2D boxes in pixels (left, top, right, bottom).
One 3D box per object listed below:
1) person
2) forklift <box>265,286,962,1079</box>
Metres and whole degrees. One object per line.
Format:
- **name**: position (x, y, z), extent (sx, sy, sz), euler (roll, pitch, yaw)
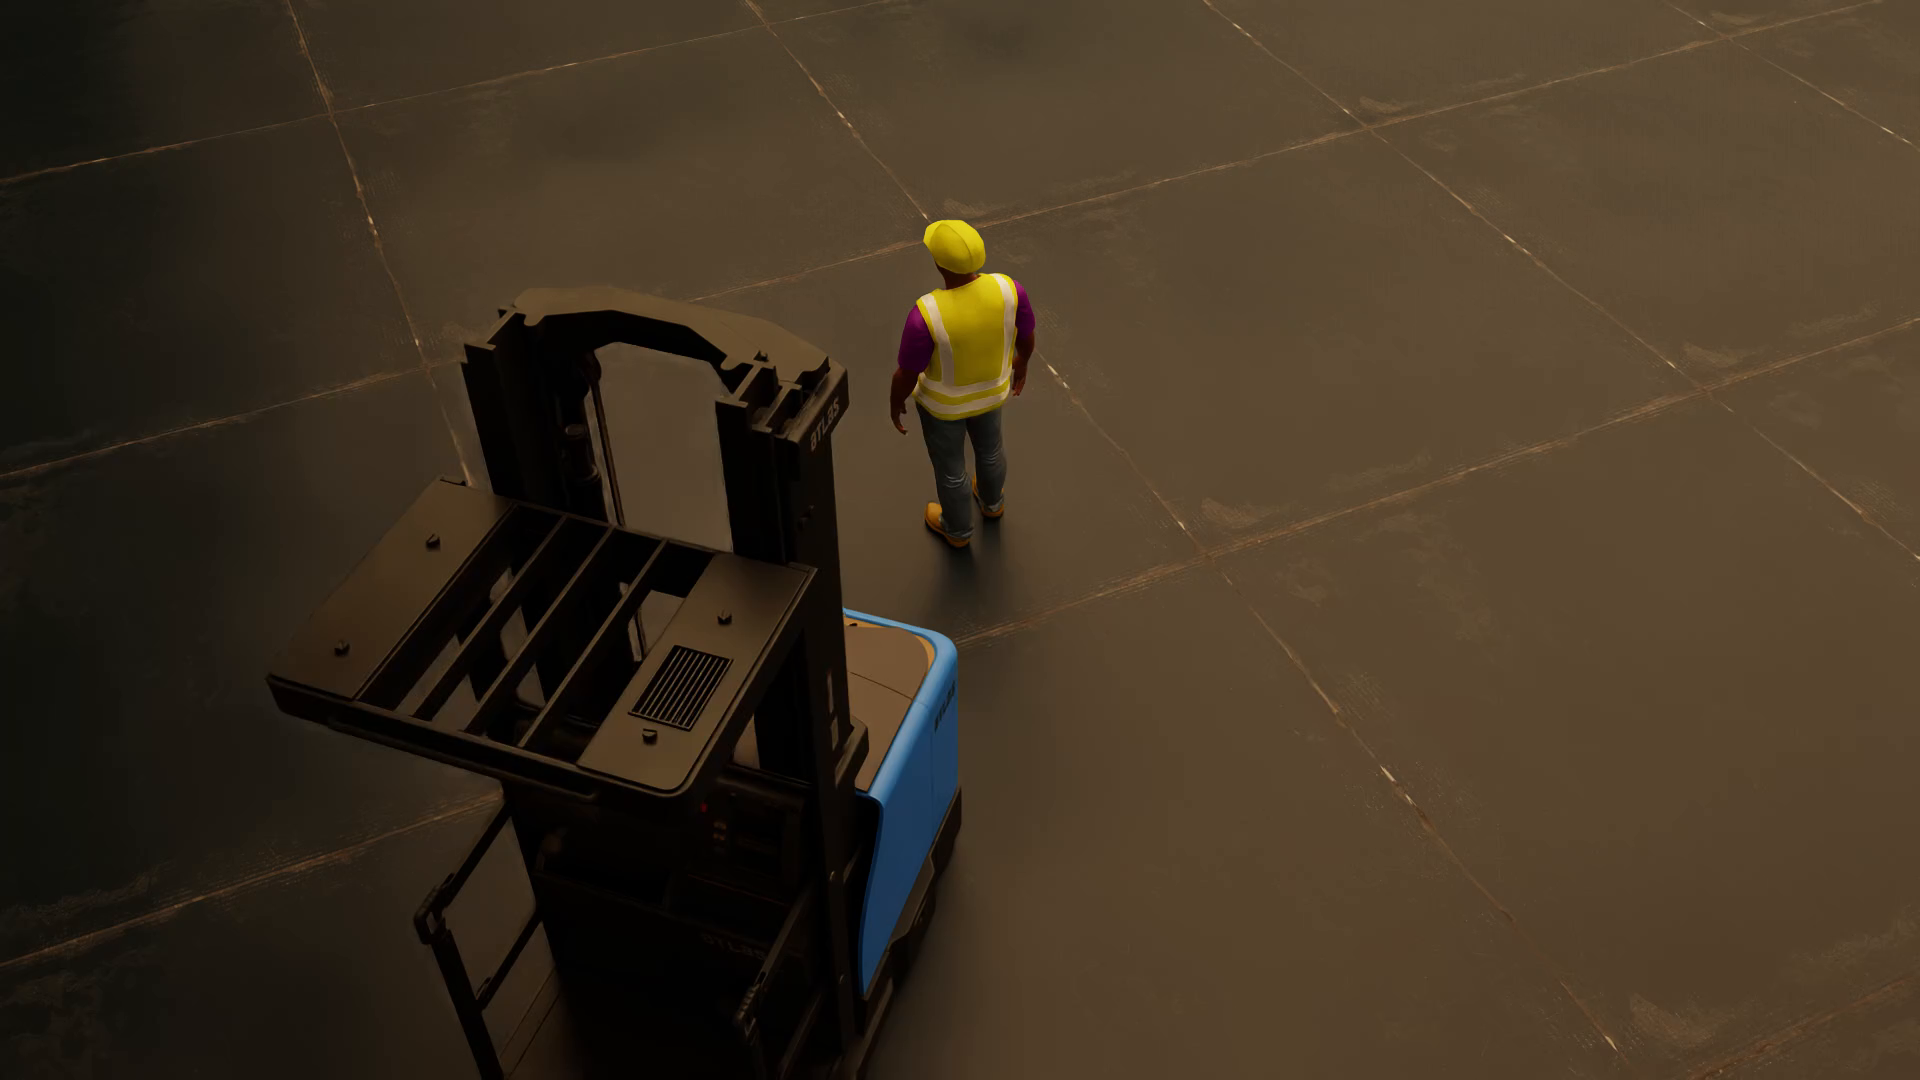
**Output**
- **person**: position (-0.025, -0.696, 7.269), extent (0.666, 1.768, 0.575), euler (-18, 46, -18)
- **forklift**: position (-0.962, 0.895, 4.722), extent (1.130, 2.935, 3.031), euler (13, 45, 14)
